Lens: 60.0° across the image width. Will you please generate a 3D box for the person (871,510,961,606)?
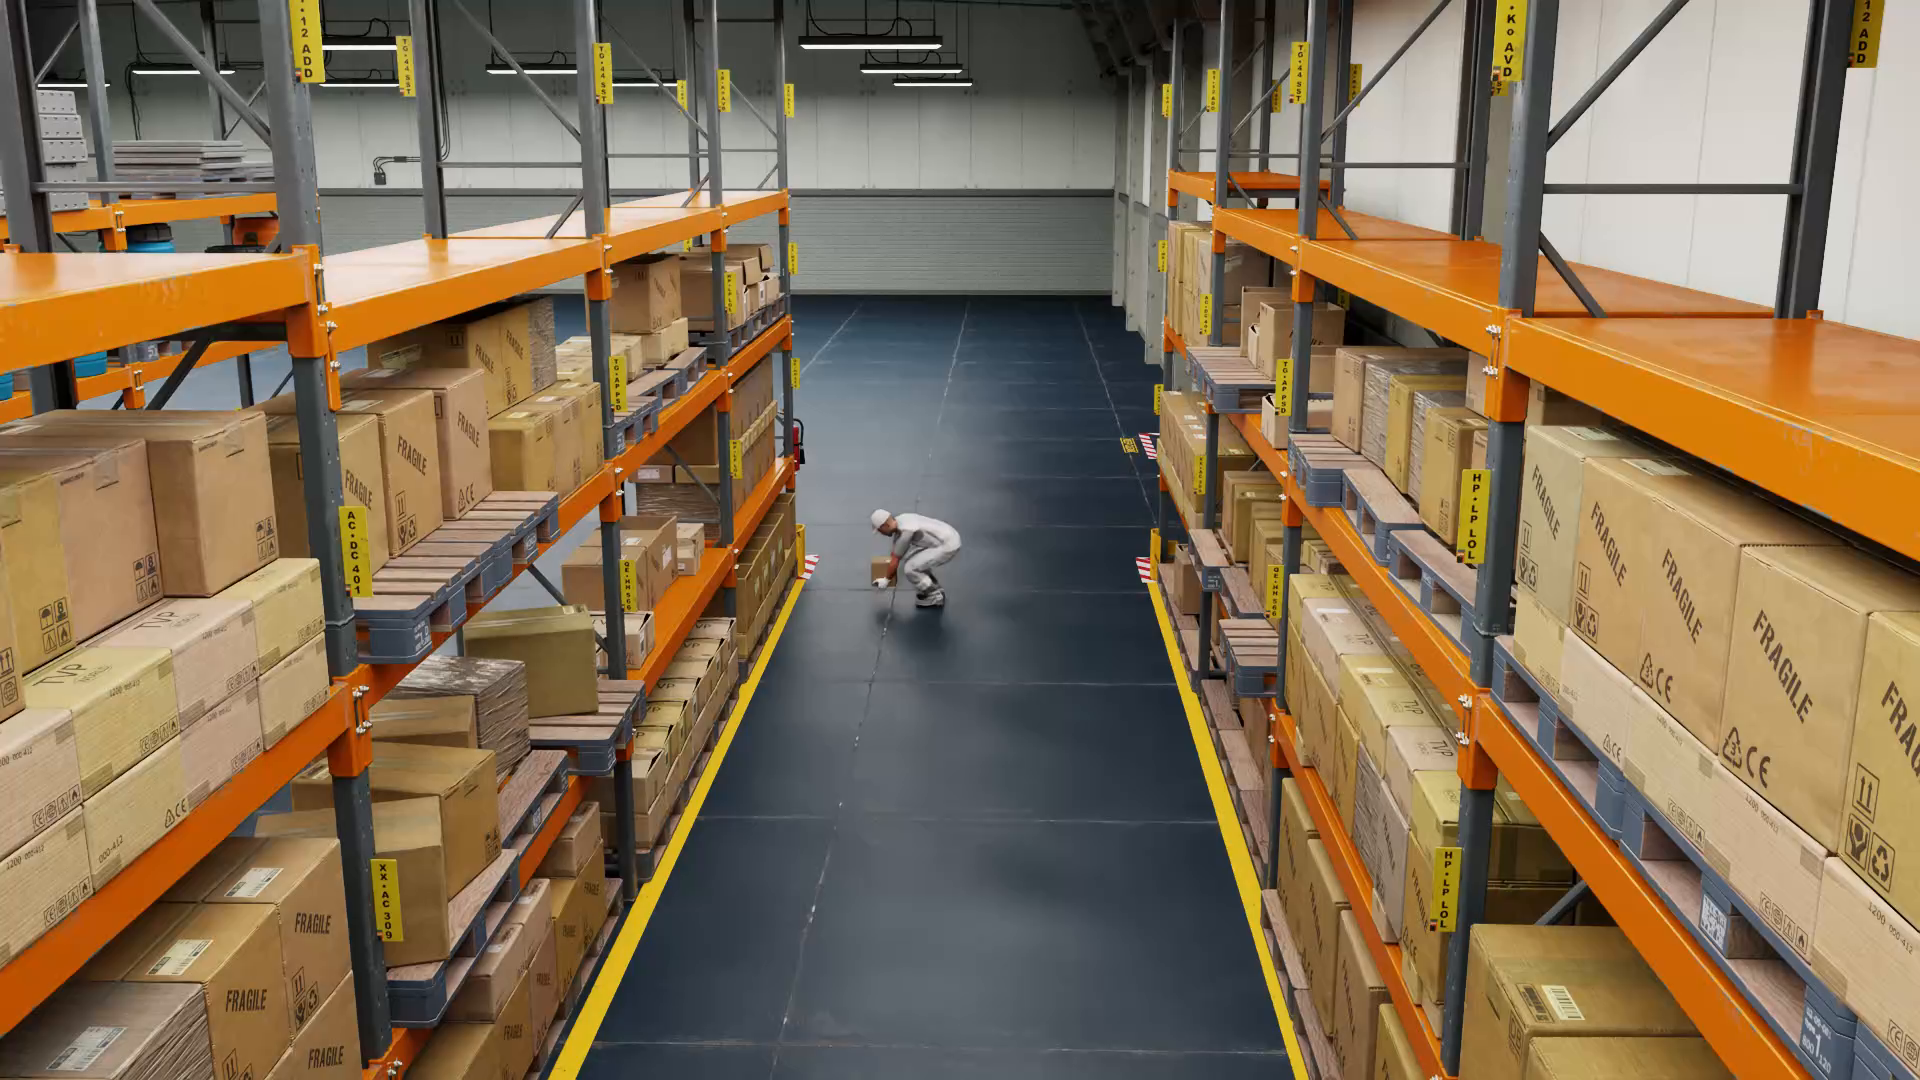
[{"bbox_3d":[-0.445,0.165,16.968,0.921,0.988,0.532,0,14,0],"label":"person"}]
